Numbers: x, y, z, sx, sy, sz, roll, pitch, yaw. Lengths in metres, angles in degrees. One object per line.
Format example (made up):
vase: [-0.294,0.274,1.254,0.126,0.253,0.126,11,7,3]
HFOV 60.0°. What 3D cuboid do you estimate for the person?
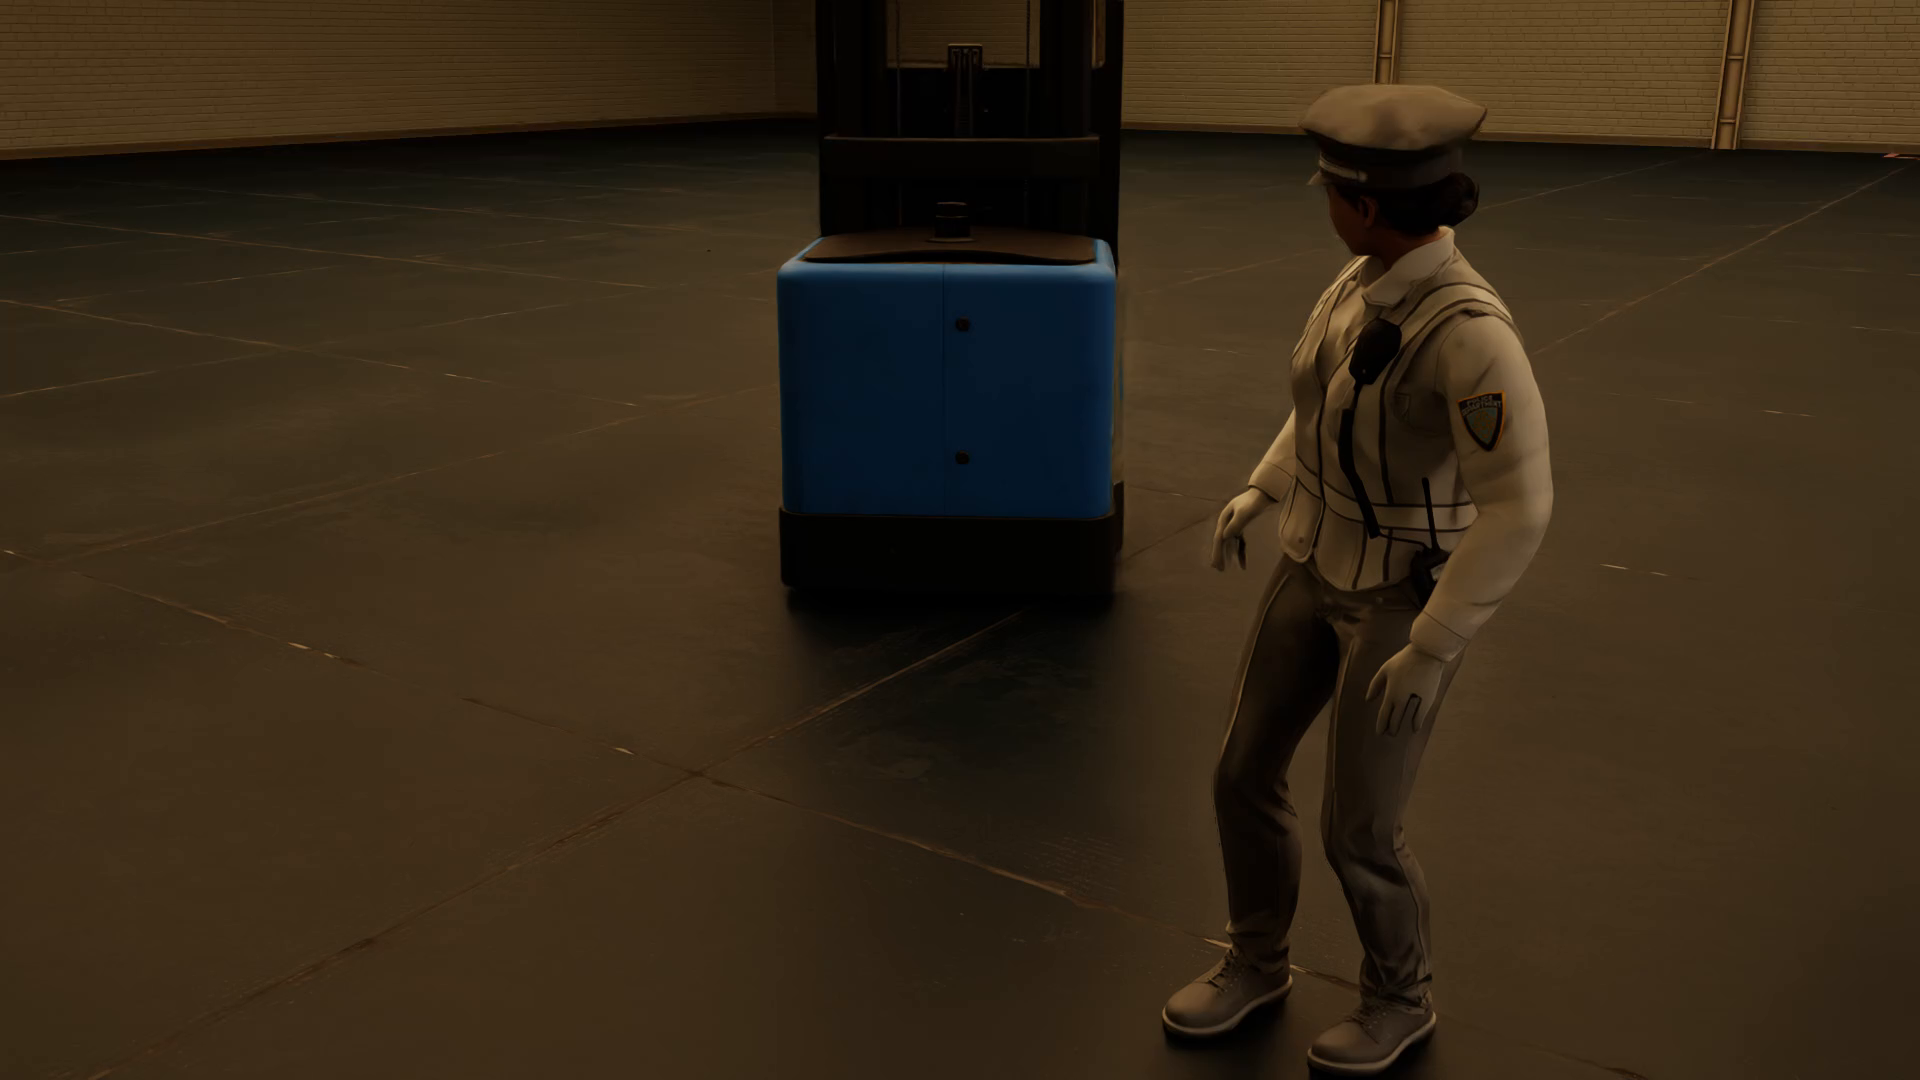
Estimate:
person: [0.639,0.112,2.714,0.470,1.649,0.686,-7,18,-23]

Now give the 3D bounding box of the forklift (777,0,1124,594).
forklift: [0.051,-1.607,6.207,1.130,2.935,3.031,1,17,4]
